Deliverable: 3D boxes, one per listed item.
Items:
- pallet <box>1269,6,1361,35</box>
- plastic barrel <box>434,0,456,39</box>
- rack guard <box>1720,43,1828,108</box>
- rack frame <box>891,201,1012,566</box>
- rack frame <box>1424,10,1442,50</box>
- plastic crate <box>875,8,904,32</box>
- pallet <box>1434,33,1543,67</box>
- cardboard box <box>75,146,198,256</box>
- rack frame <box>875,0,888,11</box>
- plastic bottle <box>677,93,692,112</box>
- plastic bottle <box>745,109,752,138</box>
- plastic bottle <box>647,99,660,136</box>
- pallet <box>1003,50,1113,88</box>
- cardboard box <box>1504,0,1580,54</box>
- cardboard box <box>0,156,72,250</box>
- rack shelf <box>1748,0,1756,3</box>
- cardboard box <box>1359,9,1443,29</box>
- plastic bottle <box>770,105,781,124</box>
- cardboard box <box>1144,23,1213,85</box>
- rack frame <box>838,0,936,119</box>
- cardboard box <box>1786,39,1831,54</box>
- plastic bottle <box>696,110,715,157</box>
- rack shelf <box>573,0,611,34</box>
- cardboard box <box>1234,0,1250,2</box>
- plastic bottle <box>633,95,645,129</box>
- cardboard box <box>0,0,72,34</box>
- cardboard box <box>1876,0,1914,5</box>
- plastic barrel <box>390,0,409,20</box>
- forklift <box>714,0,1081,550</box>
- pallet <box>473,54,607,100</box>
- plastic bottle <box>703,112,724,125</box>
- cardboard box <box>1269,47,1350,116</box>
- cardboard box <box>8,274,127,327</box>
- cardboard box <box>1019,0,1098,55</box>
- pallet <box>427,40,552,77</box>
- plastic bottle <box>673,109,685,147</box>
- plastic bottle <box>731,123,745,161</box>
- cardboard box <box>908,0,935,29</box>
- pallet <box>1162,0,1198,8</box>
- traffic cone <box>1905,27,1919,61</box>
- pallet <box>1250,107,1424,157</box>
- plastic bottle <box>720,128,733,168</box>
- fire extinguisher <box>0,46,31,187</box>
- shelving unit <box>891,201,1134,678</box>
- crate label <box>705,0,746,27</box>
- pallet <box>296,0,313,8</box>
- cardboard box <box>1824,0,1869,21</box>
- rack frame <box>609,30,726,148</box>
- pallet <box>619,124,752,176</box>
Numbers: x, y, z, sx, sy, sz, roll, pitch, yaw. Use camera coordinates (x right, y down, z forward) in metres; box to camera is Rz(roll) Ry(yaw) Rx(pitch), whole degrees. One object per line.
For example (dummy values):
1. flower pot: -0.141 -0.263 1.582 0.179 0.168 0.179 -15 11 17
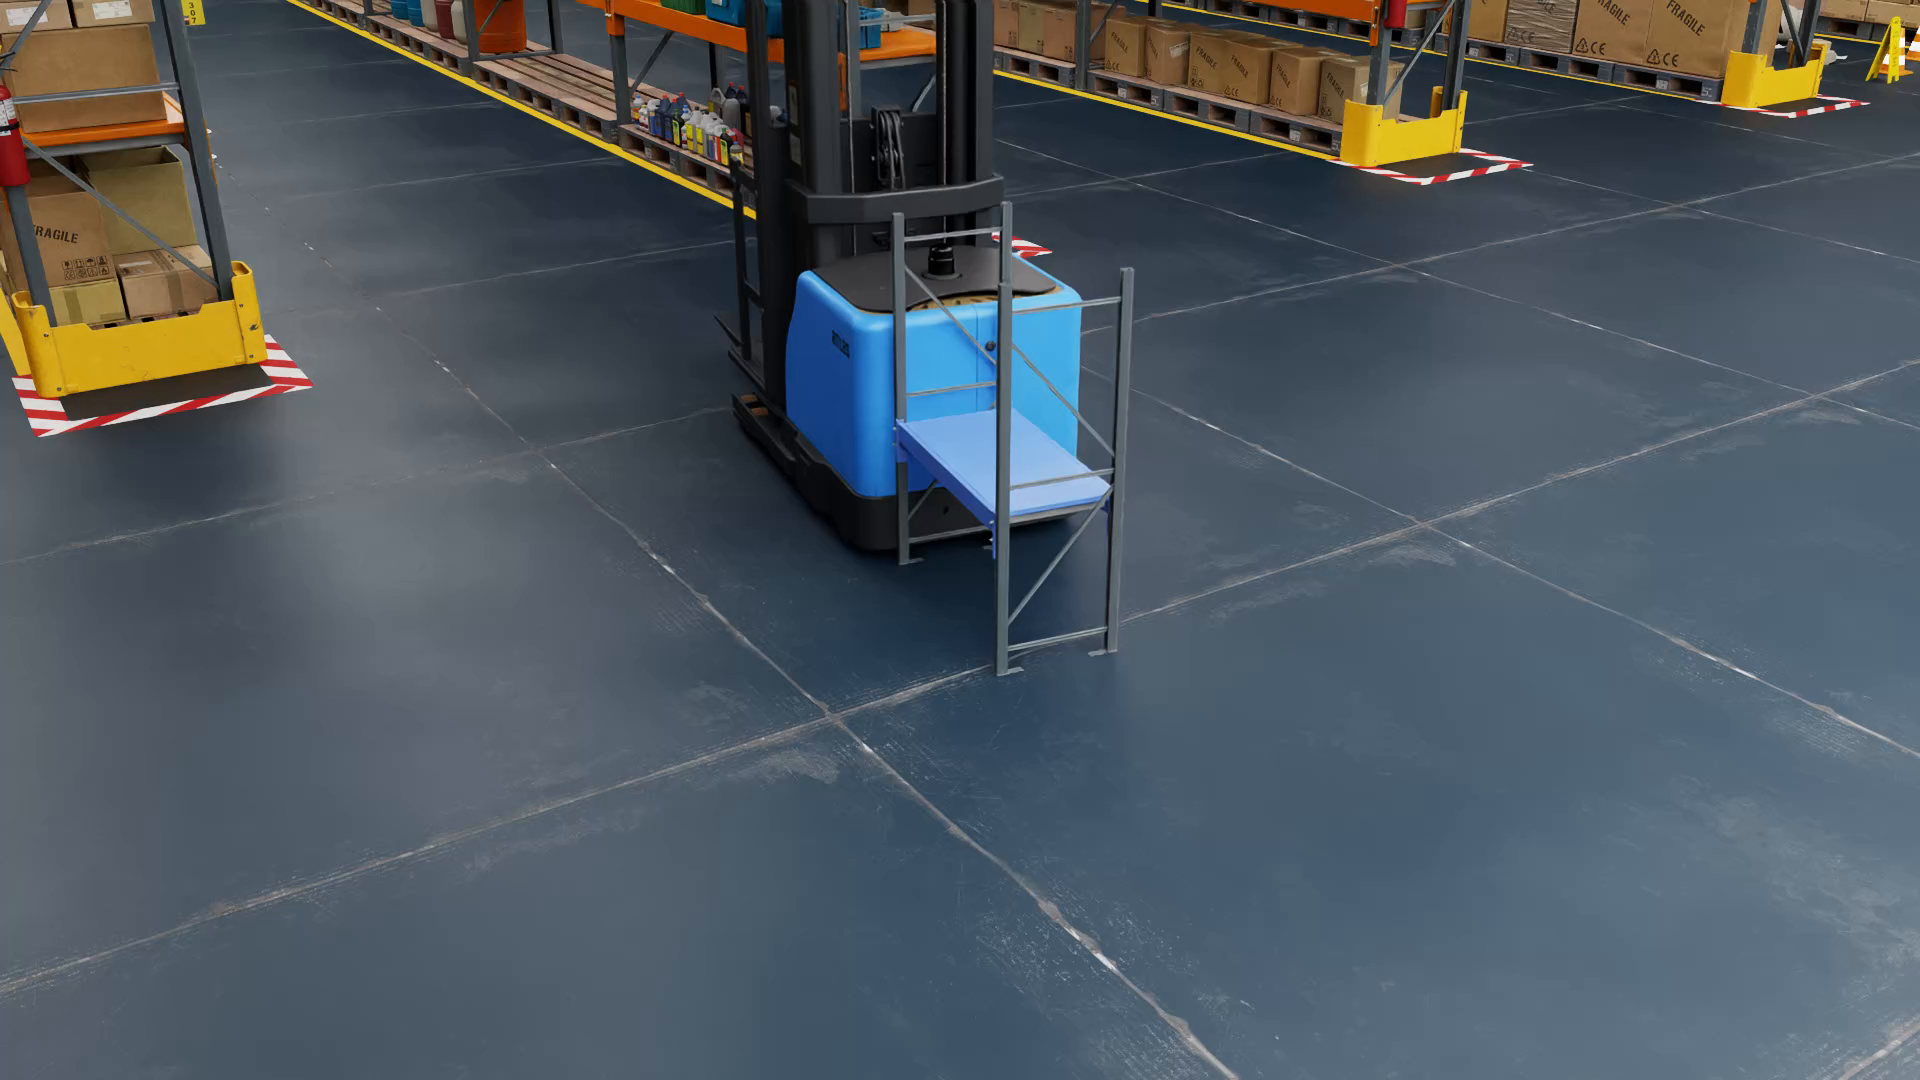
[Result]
1. pallet: 4.678 -6.600 20.983 1.003 0.211 1.213 -16 29 -30
2. plastic barrel: -5.610 -5.996 18.771 0.600 0.588 0.708 -16 29 -30
3. rack guard: 8.029 -4.596 16.399 1.175 0.500 0.348 -16 29 -30
4. rack frame: -0.030 -0.615 6.795 0.500 1.500 0.032 -10 27 -20
5. rack frame: 5.832 -7.165 18.915 1.000 3.000 0.127 -16 29 -30
6. plastic crate: -0.564 -3.736 11.960 0.298 0.136 0.250 -16 29 -30
7. pallet: 6.182 -5.614 18.895 1.003 0.211 1.213 -16 29 -30
8. cardboard box: -4.878 -2.015 9.856 0.500 0.500 0.500 -16 29 -30
9. rack frame: -0.562 -7.476 19.573 1.000 3.000 0.127 -16 29 -30
10. plastic bottle: -2.315 -3.541 13.824 0.144 0.351 0.185 -16 29 -30
11. plastic bottle: -1.726 -3.482 13.778 0.061 0.283 0.133 -16 29 -30
12. plastic bottle: -2.522 -3.533 13.896 0.152 0.276 0.135 -14 29 -28
13. pallet: 1.195 -5.063 17.727 1.003 0.211 1.213 -16 29 -30
14. cardboard box: 6.612 -5.832 18.086 0.875 0.875 0.875 -15 29 -29
15. cardboard box: -5.597 -2.070 9.972 0.500 0.500 0.500 -16 29 -30
16. rack shelf: 6.924 -6.125 17.553 1.077 0.370 4.000 -16 29 -30
17. cardboard box: 5.418 -6.539 19.731 1.050 0.750 0.750 -16 29 -30
18. plastic bottle: -1.569 -3.452 13.724 0.152 0.276 0.135 -15 29 -29
19. cardboard box: 2.125 -4.750 16.234 0.500 0.500 0.500 -6 26 -13
20. rack frame: -0.345 -3.461 11.067 1.000 3.000 0.127 -16 29 -30
21. cardboard box: 9.700 -5.633 19.008 0.380 0.149 0.250 -1 25 -3
22. plastic bottle: -1.999 -3.221 13.147 0.144 0.351 0.185 -14 29 -27
23. rack shelf: -3.620 -5.281 15.767 1.077 0.370 4.000 -16 29 -30
24. cardboard box: 3.906 -7.530 21.830 1.050 0.750 0.750 -16 30 -30
25. plastic bottle: -2.722 -3.640 14.128 0.097 0.271 0.097 0 25 0
26. cardboard box: -4.865 -2.738 8.660 0.380 0.149 0.250 -16 30 -30
27. cardboard box: 11.164 -6.622 19.613 0.500 0.500 0.500 -14 29 -28
28. plastic barrel: -6.613 -6.795 20.097 0.600 0.901 0.708 -16 29 -30
29. forklift: -0.509 -1.885 7.809 1.130 2.935 3.031 -10 27 -20
30. pallet: -4.322 -4.775 17.117 1.003 0.211 1.213 -16 29 -30
31. plastic bottle: -1.990 -3.297 13.396 0.152 0.276 0.135 -16 29 -30
32. cardboard box: 3.123 -4.108 14.873 0.500 0.500 0.500 -8 26 -16
33. cardboard box: -5.038 -1.377 9.382 0.500 0.250 0.500 -16 29 -30
34. cardboard box: 1.059 -5.514 17.829 0.700 0.500 0.500 -16 29 -30
35. pallet: -5.178 -5.333 18.300 1.003 0.211 1.213 -16 29 -30
36. plastic bottle: -2.277 -3.340 13.478 0.061 0.283 0.133 -14 29 -27
37. plastic bottle: -1.741 -3.108 12.986 0.061 0.283 0.133 -16 29 -30
38. cardboard box: -0.180 -6.310 19.515 0.700 0.500 0.500 -17 30 -32
39. pallet: 3.223 -7.615 23.133 1.003 0.211 1.213 -16 29 -30
40. traffic cone: 10.792 -5.630 18.635 0.336 0.463 0.334 -16 29 -30
41. pallet: 3.349 -3.680 14.798 1.003 0.211 1.213 -16 29 -30
42. plastic bottle: -1.794 -3.024 12.808 0.061 0.283 0.133 -15 29 -28
43. fire extinguisher: -4.822 -2.122 8.322 0.296 0.674 0.183 -16 29 -30
44. shelving unit: 0.166 -0.414 6.371 0.538 1.500 1.048 -10 27 -20
45. crate label: -1.576 -4.072 12.320 0.502 0.435 0.616 -16 29 -30
46. pallet: -8.662 -7.618 23.141 1.003 0.211 1.213 -16 29 -30
47. cardboard box: 10.875 -6.470 20.171 0.500 0.250 0.500 -17 30 -31
48. rack frame: -2.529 -4.891 14.098 1.000 3.000 0.127 -16 29 -30
49. pallet: -2.197 -3.380 14.164 1.003 0.211 1.213 -16 29 -30
